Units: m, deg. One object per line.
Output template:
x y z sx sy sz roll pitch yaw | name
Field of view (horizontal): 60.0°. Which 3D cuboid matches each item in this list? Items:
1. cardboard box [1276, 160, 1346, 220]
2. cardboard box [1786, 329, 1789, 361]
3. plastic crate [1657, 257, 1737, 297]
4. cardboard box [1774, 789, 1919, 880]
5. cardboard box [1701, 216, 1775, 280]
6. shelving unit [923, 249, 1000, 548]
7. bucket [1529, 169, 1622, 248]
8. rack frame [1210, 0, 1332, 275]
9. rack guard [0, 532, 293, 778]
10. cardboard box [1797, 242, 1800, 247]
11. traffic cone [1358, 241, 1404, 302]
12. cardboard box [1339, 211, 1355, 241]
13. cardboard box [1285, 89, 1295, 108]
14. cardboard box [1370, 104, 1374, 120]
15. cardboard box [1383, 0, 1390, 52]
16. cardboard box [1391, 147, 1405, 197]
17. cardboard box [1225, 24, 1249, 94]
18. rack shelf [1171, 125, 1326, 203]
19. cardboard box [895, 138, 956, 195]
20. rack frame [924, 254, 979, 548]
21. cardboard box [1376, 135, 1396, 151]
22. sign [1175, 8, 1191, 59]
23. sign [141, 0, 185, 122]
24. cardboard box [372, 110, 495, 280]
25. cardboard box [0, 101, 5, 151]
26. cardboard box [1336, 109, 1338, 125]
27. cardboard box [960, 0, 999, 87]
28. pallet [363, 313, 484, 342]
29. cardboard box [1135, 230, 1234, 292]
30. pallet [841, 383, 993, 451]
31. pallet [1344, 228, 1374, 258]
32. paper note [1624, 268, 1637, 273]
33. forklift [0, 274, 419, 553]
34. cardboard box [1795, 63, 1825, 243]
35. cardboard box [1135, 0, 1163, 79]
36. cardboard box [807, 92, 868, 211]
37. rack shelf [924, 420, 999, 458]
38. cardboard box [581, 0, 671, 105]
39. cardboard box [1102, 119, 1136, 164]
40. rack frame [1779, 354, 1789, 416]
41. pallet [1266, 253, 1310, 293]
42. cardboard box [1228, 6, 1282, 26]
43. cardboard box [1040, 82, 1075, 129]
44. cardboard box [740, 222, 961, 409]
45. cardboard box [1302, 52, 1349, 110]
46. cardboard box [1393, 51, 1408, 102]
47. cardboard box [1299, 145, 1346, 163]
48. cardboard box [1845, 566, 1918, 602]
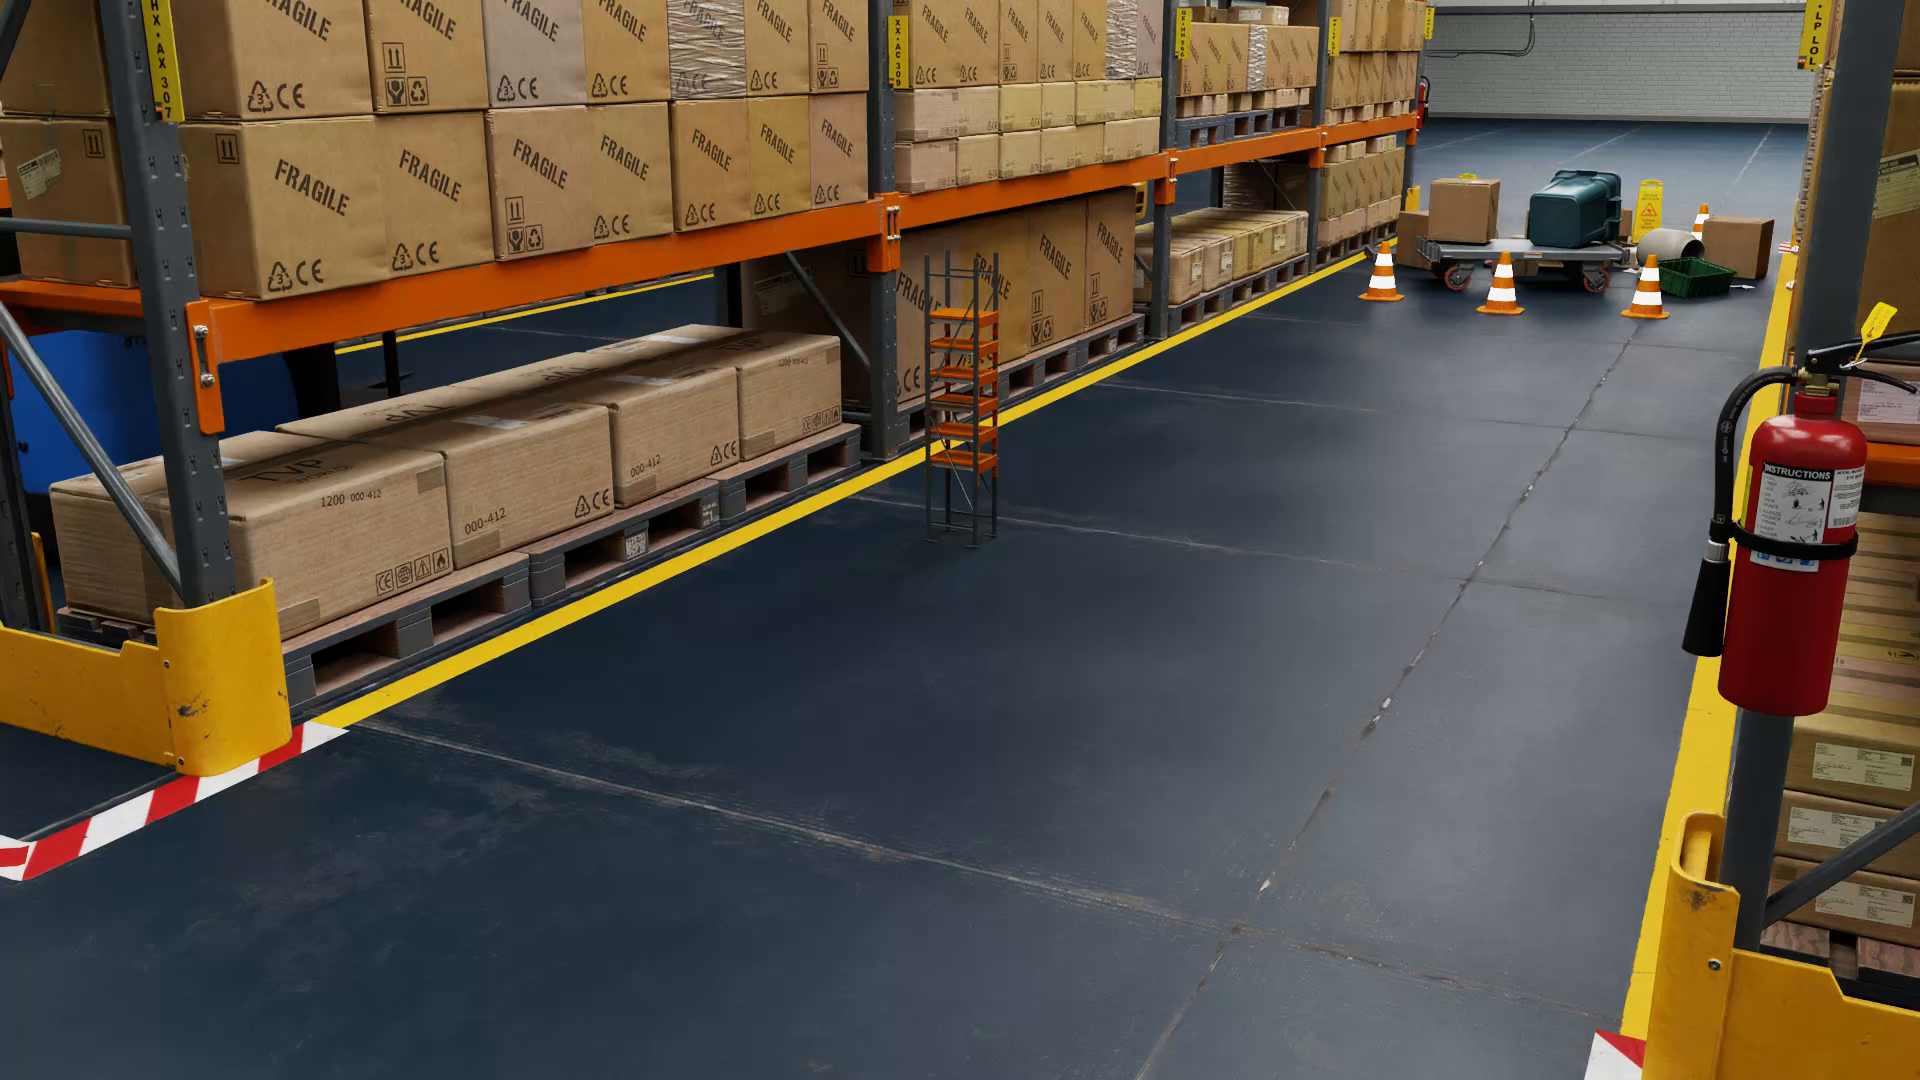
3.294 -3.293 15.619 0.500 0.500 0.500 9 19 28 | cardboard box
3.795 -0.877 7.046 0.500 0.250 0.500 8 18 24 | cardboard box
6.168 -2.221 14.073 0.662 0.188 0.450 -11 30 -32 | plastic crate
1.881 0.578 3.558 0.380 0.149 0.250 8 18 24 | cardboard box
7.038 -2.660 15.097 0.500 0.500 0.500 12 20 35 | cardboard box
0.006 -0.579 6.866 0.258 1.200 0.189 8 18 25 | shelving unit
5.261 -2.818 14.324 0.620 0.611 0.726 -27 30 -37 | bucket
2.789 -3.935 15.004 1.000 3.000 0.127 8 18 25 | rack frame
-2.584 0.326 5.048 1.175 0.500 0.348 8 18 25 | rack guard
3.269 -1.142 6.042 0.380 0.149 0.250 9 19 27 | cardboard box
3.488 -2.225 13.702 0.336 0.463 0.334 8 18 25 | traffic cone
3.523 -3.071 16.188 0.500 0.250 0.500 9 19 28 | cardboard box
2.590 -3.714 13.965 0.380 0.149 0.250 8 18 24 | cardboard box
3.885 -4.246 16.493 0.380 0.149 0.250 8 18 25 | cardboard box
3.828 -5.085 16.423 0.700 0.500 0.500 8 18 25 | cardboard box
4.452 -3.959 17.860 0.500 0.500 0.500 8 18 26 | cardboard box
1.868 -3.663 12.652 0.500 0.500 0.500 8 19 26 | cardboard box
1.896 -3.080 13.391 1.077 0.370 4.000 8 18 25 | rack shelf
-0.353 -1.904 8.429 0.500 0.250 0.500 8 18 24 | cardboard box
-0.034 -0.556 6.787 0.240 1.200 0.006 8 18 25 | rack frame
4.348 -4.168 17.424 0.380 0.149 0.250 9 19 27 | cardboard box
1.500 -3.401 11.174 0.100 0.325 0.005 8 18 25 | sign
-2.079 -1.259 4.335 0.100 0.325 0.005 8 18 25 | sign
-1.900 -1.144 5.433 0.500 0.500 0.500 8 18 25 | cardboard box
-5.448 -2.308 9.268 0.500 0.250 0.500 8 18 26 | cardboard box
3.283 -3.925 15.411 0.380 0.149 0.250 9 19 27 | cardboard box
-0.129 -2.633 8.689 0.500 0.500 0.500 8 18 25 | cardboard box
-4.354 -1.715 12.427 1.003 0.211 1.213 8 18 25 | pallet
1.586 -2.189 13.004 0.950 0.372 0.625 8 18 24 | cardboard box
-0.508 -0.766 9.234 1.003 0.211 1.213 8 18 25 | pallet
3.602 -3.086 17.042 1.003 0.211 1.213 8 18 25 | pallet
6.233 -2.482 15.342 0.155 0.023 0.172 -15 22 -41 | paper note
-3.283 -1.708 7.628 1.130 2.935 3.031 5 17 16 | forklift
2.769 -1.139 4.892 0.500 0.500 0.500 8 18 24 | cardboard box
1.005 -3.278 10.861 0.500 0.500 0.500 8 18 24 | cardboard box
-0.764 -1.794 7.622 0.500 0.500 0.500 8 18 26 | cardboard box
0.006 -0.421 6.913 0.258 0.103 0.180 8 18 25 | rack shelf
-1.434 -1.883 6.165 0.500 0.500 0.500 8 18 26 | cardboard box
0.794 -2.550 10.605 0.500 0.250 0.500 8 19 26 | cardboard box
3.688 -1.293 6.109 1.000 3.000 0.127 8 18 25 | rack frame
2.443 -2.400 14.733 1.003 0.211 1.213 8 18 25 | pallet
2.387 -4.241 13.461 0.380 0.149 0.250 7 18 23 | cardboard box
0.345 -2.532 9.665 0.500 0.250 0.500 7 18 24 | cardboard box
-0.580 -1.248 8.952 0.875 0.875 0.875 9 19 27 | cardboard box
3.235 -4.202 15.205 0.500 0.500 0.500 8 18 25 | cardboard box
4.353 -4.844 17.367 0.500 0.500 0.500 8 18 25 | cardboard box
3.404 -3.629 15.608 0.380 0.149 0.250 8 18 26 | cardboard box
2.319 0.167 4.420 0.380 0.149 0.250 9 19 27 | cardboard box
